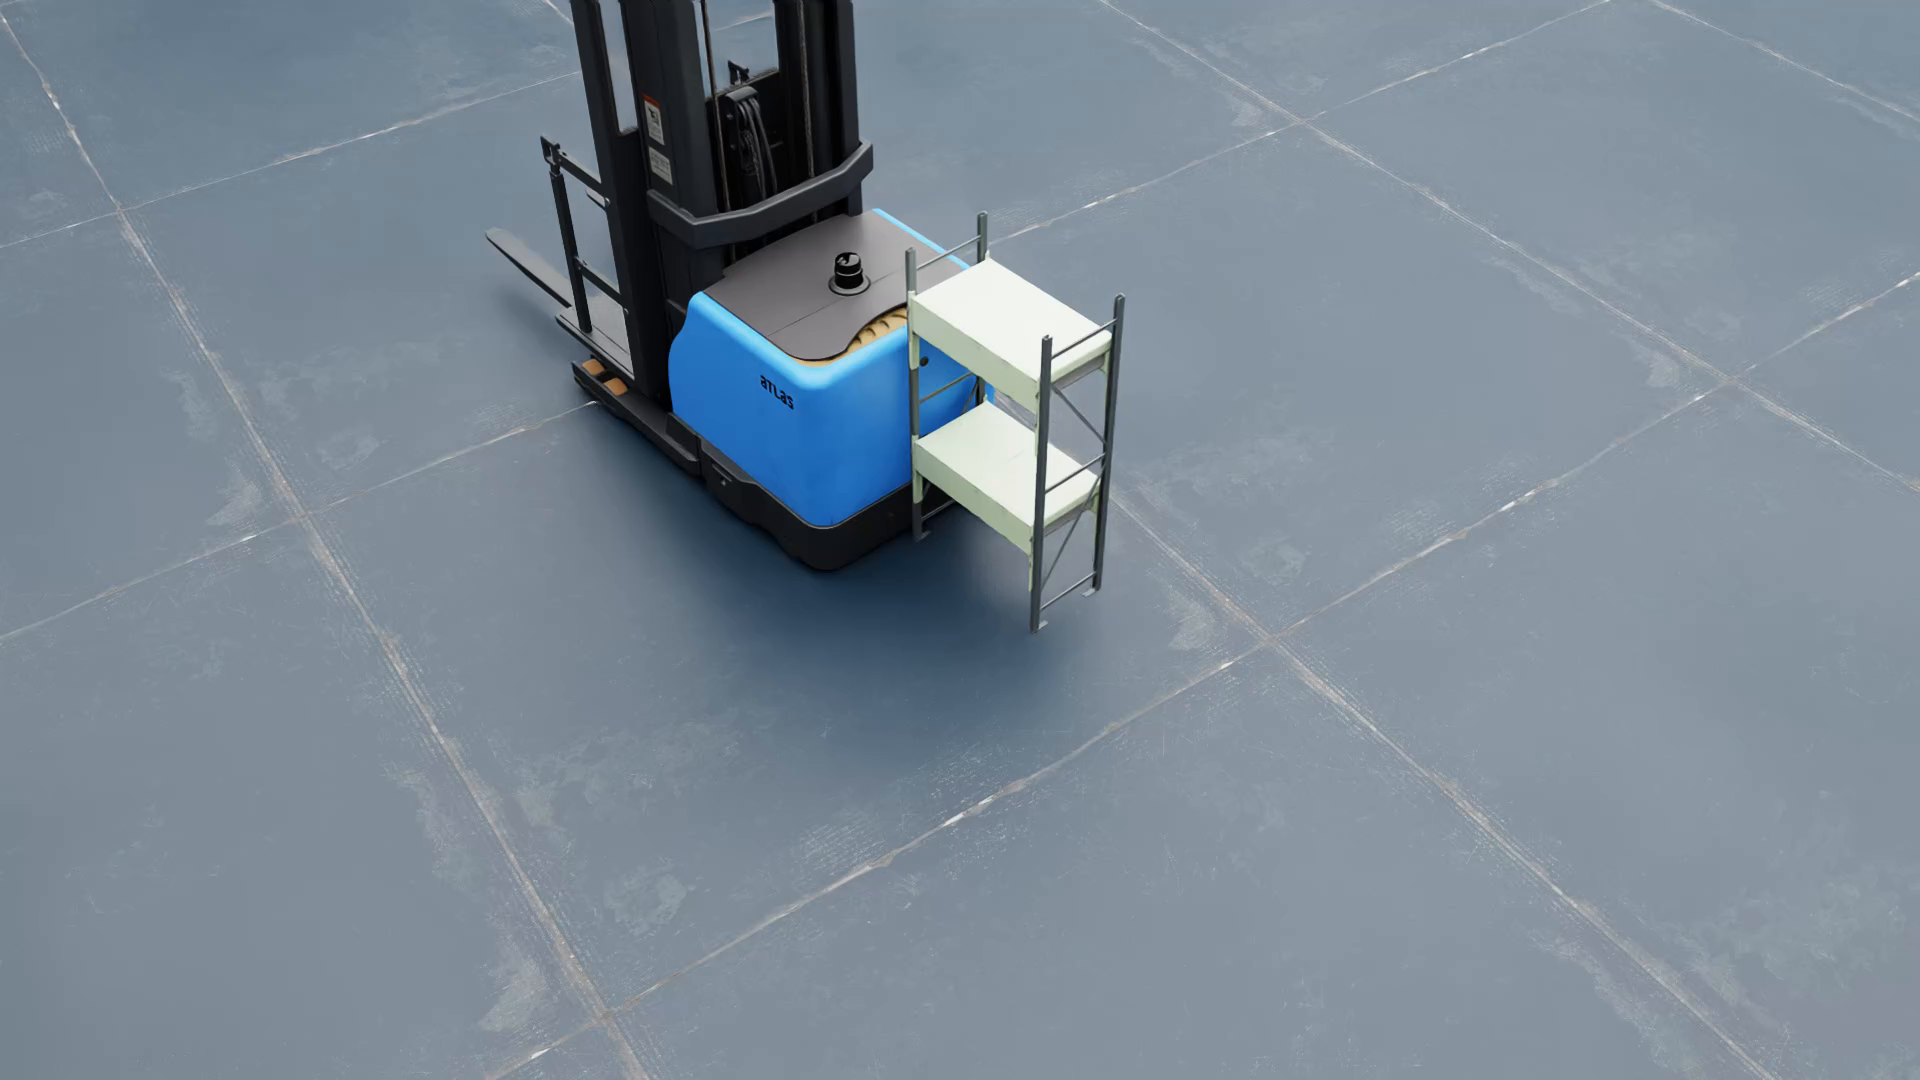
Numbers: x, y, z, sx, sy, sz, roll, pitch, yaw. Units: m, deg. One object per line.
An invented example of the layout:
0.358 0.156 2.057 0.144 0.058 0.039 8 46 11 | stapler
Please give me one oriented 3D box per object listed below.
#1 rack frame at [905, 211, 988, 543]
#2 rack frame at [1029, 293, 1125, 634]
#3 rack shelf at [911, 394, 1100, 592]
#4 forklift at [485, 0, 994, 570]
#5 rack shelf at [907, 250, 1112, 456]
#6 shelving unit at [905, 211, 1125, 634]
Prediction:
-0.049 -0.627 6.812 0.400 1.500 0.023 -32 52 -29 | rack frame
0.441 -0.252 6.419 0.400 1.500 0.023 -32 52 -29 | rack frame
0.196 -0.204 6.840 0.431 0.370 0.720 -32 52 -29 | rack shelf
-1.195 -1.869 7.077 1.130 2.935 3.031 -32 52 -29 | forklift
0.196 -0.722 6.346 0.431 0.370 0.720 -32 52 -29 | rack shelf
0.196 -0.440 6.615 0.431 1.500 0.755 -32 52 -29 | shelving unit
